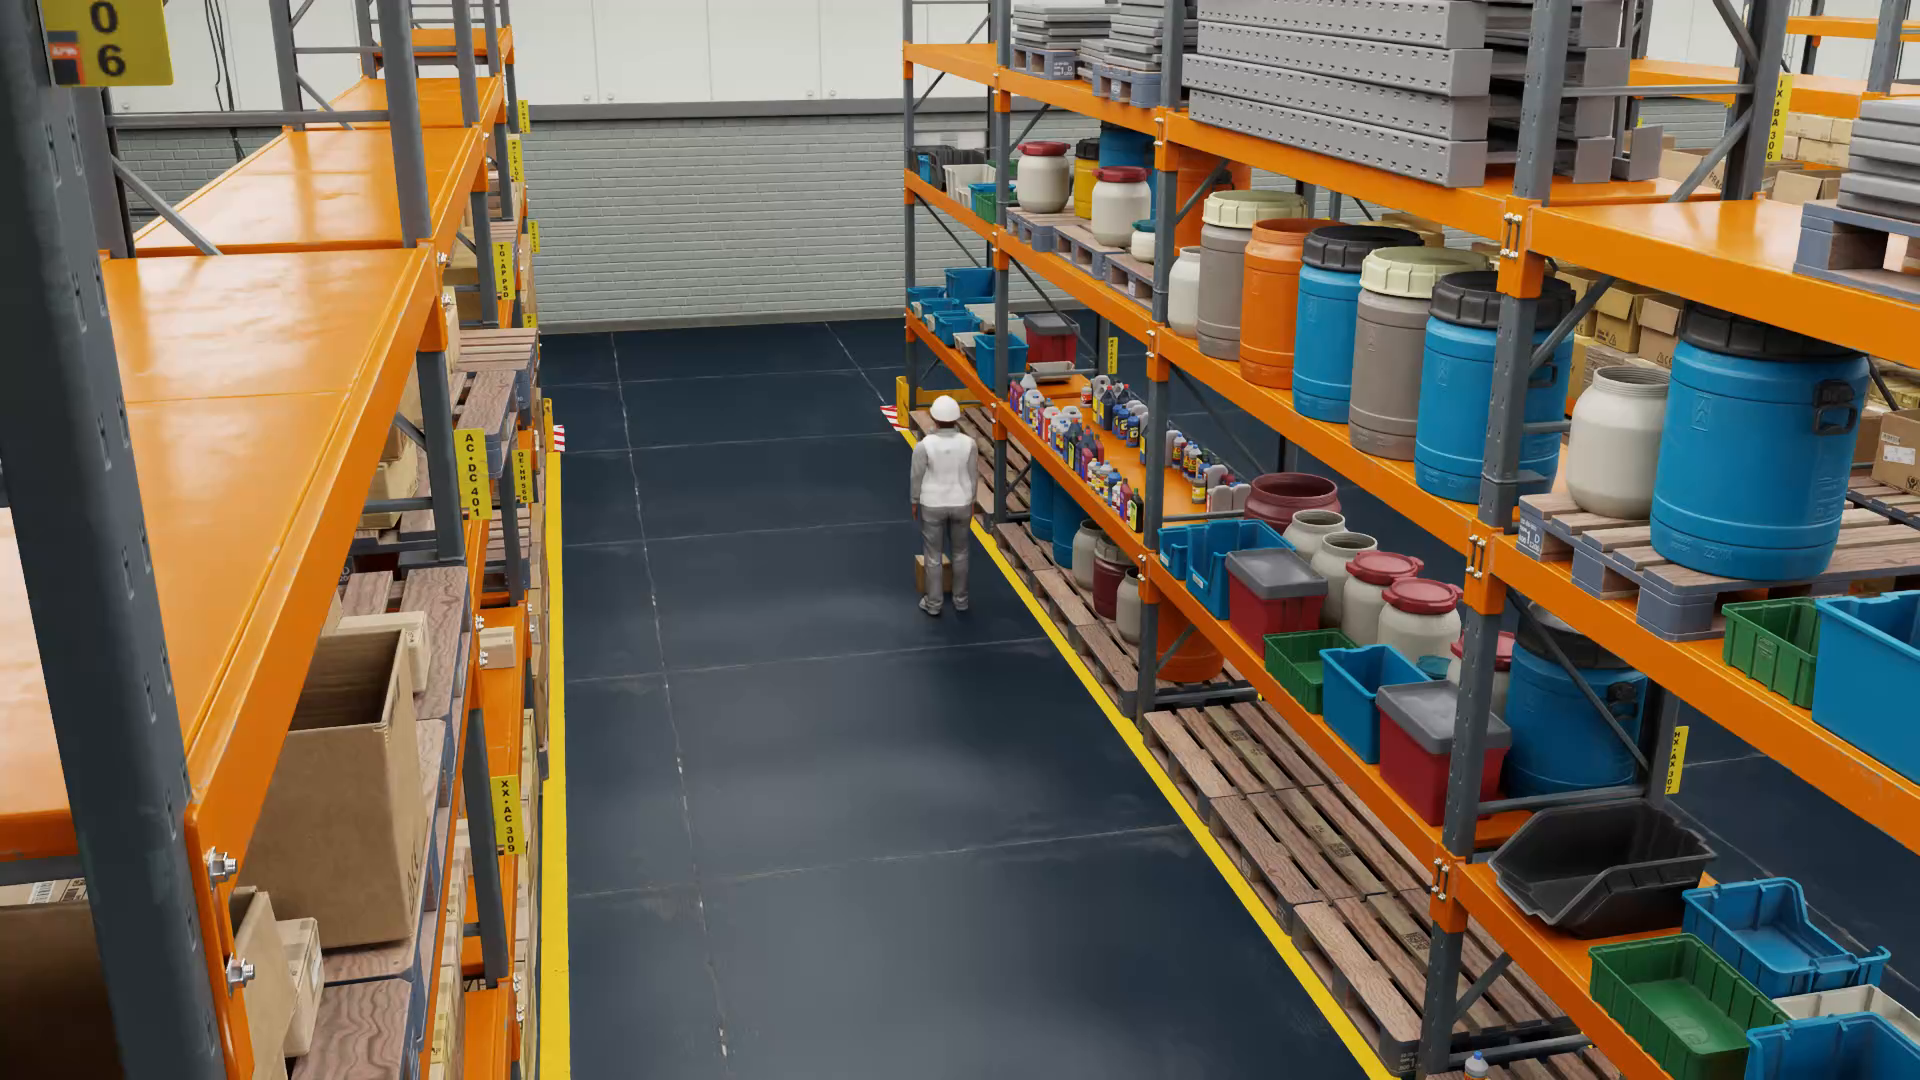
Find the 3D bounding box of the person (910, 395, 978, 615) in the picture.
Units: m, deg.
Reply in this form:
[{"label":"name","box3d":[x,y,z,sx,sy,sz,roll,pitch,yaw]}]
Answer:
[{"label":"person","box3d":[-0.131,-0.285,13.153,0.542,1.776,0.367,-4,20,-12]}]
